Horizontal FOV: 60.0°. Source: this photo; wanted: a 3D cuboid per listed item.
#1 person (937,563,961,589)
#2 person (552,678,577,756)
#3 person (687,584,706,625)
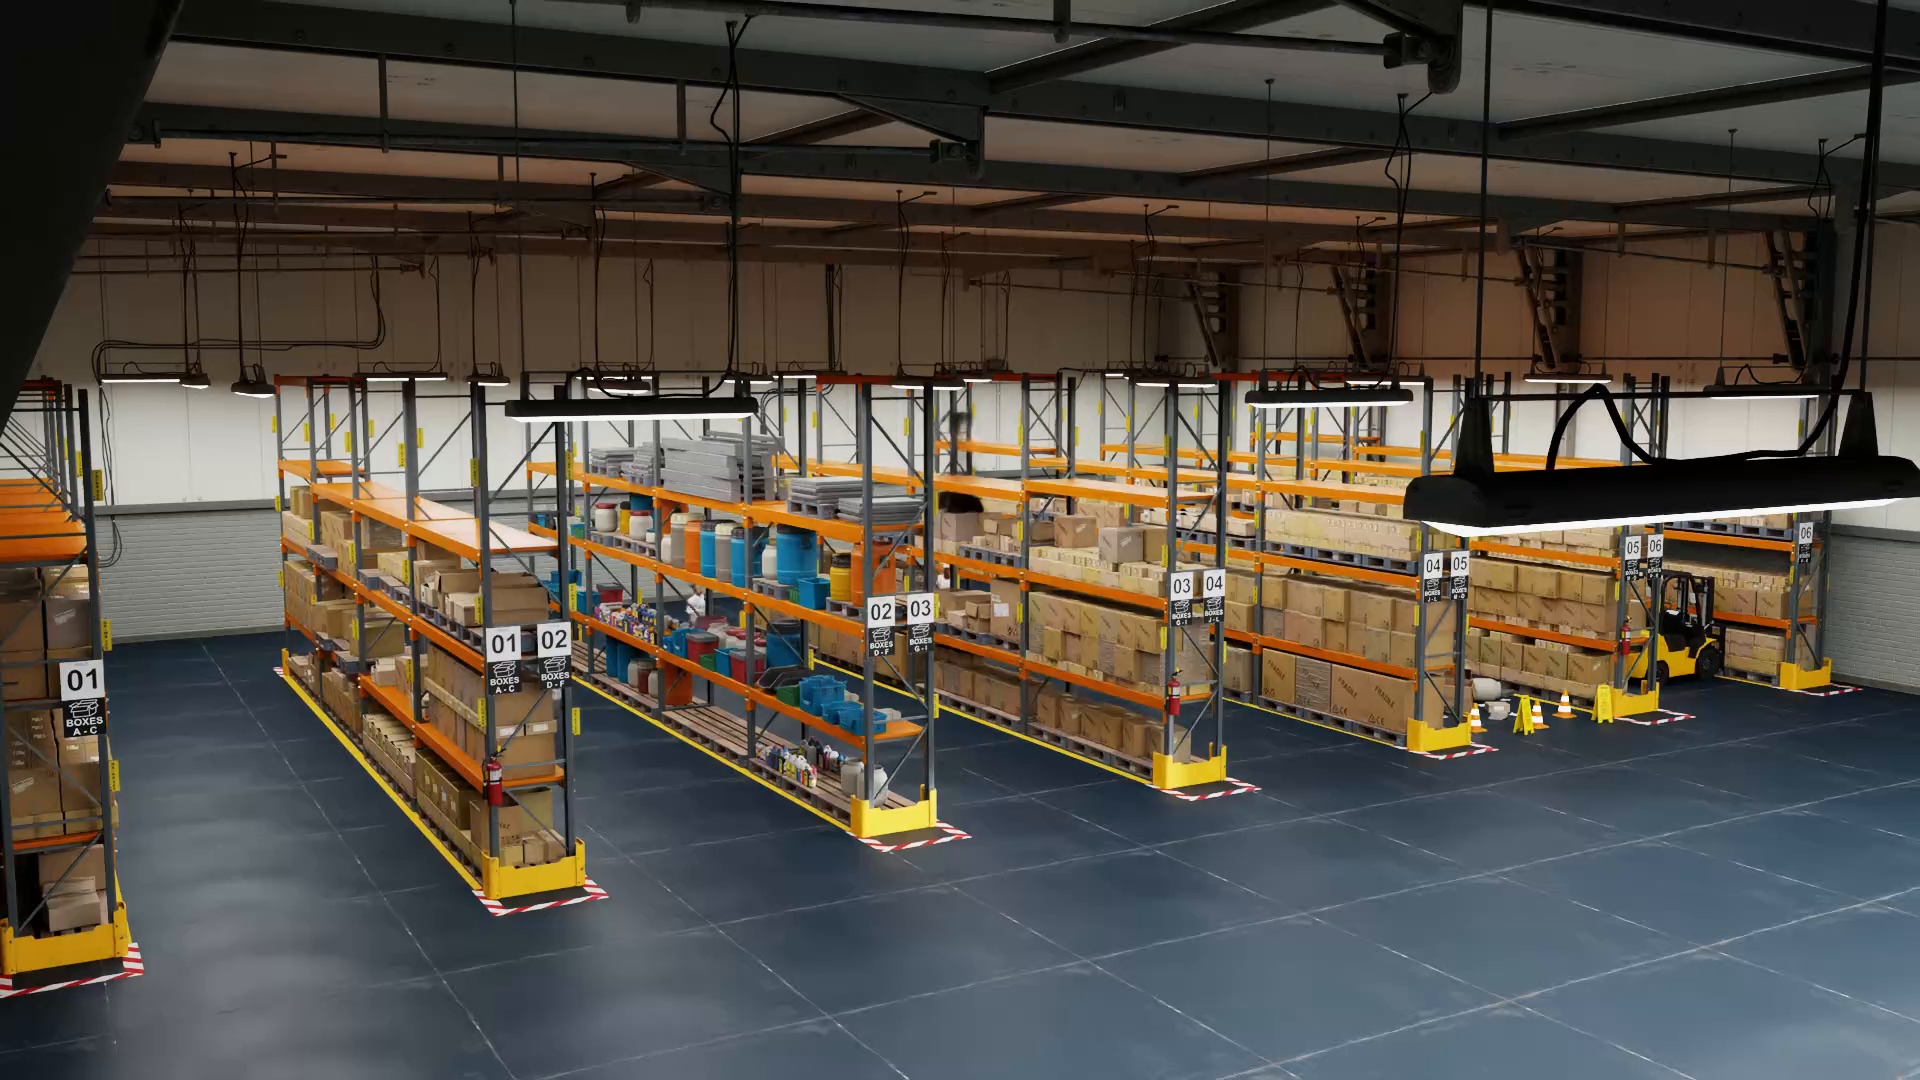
[{"bbox_3d":[-0.272,1.383,37.387,0.681,1.729,0.596,-3,7,-22],"label":"person"},{"bbox_3d":[-6.479,2.575,26.778,0.918,1.731,0.599,6,8,41],"label":"person"},{"bbox_3d":[-5.406,1.717,34.363,0.605,1.733,0.820,-6,8,-42],"label":"person"}]
